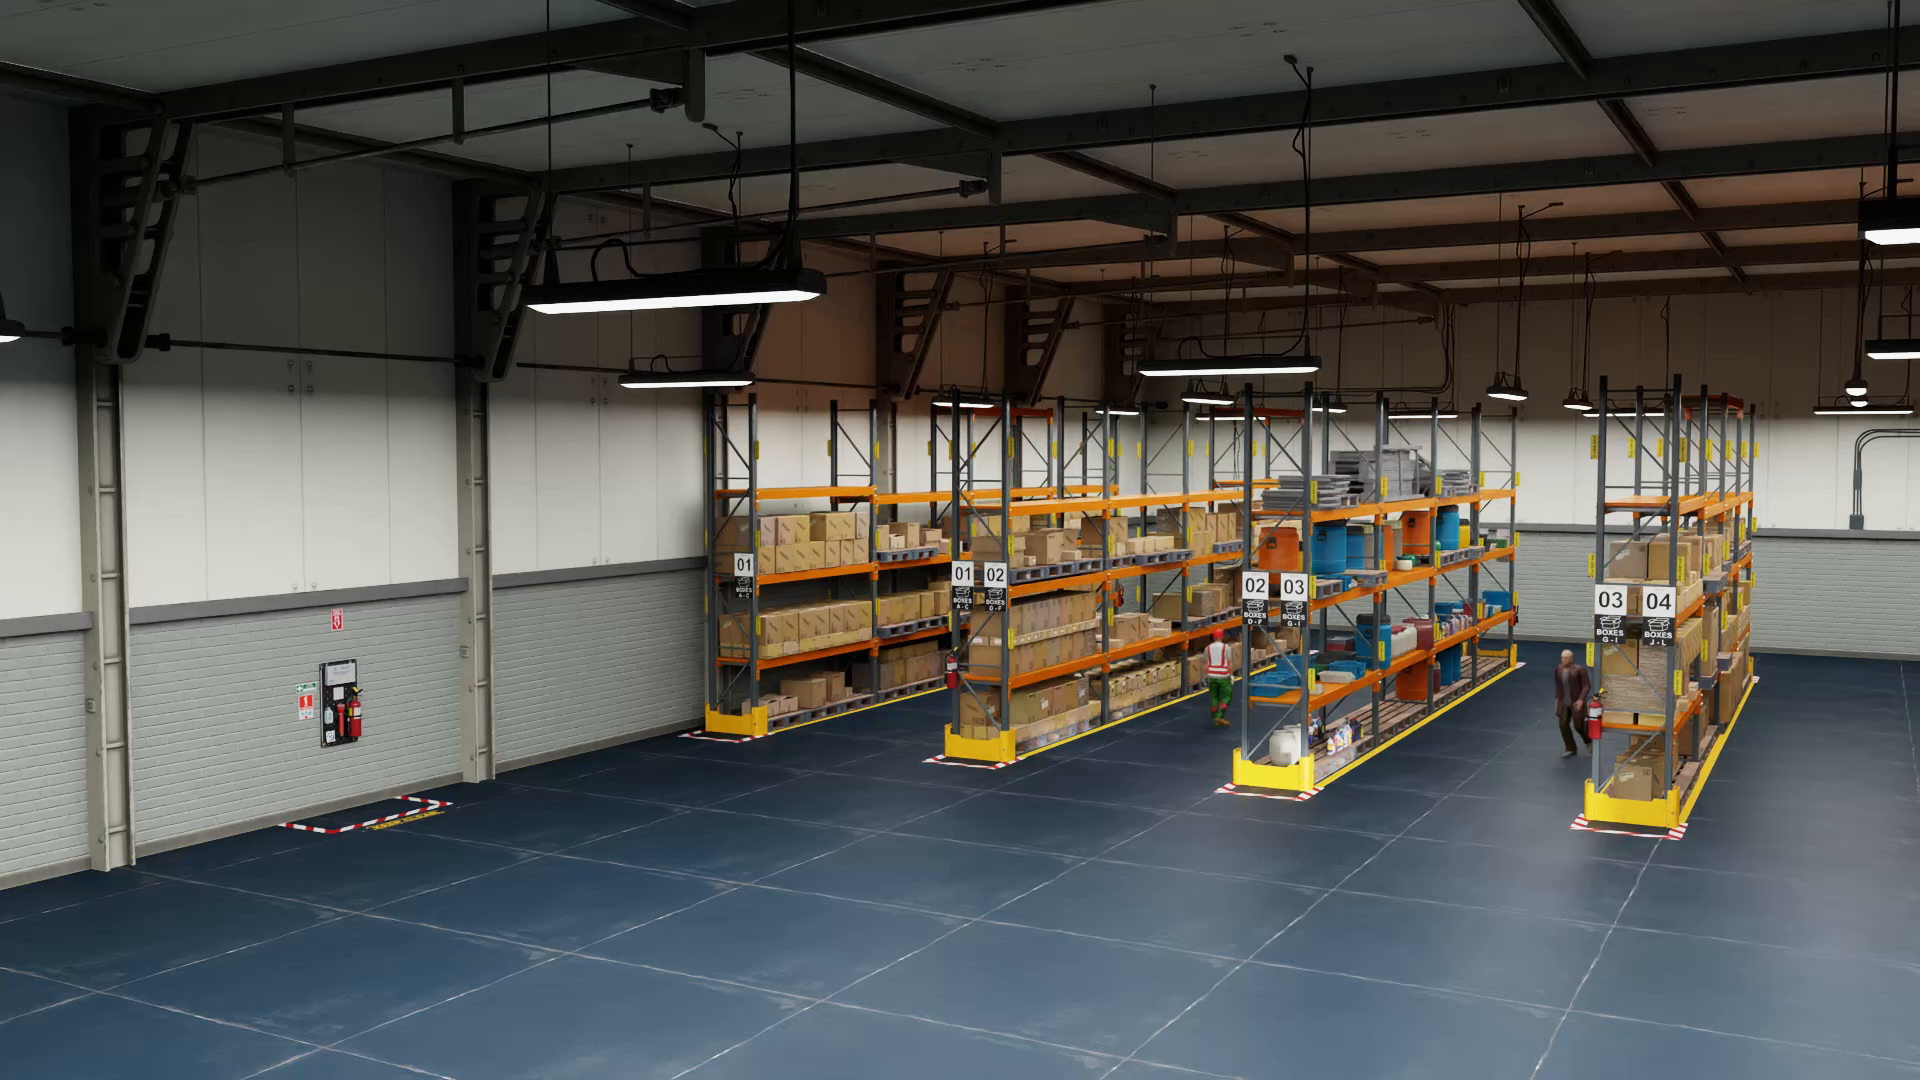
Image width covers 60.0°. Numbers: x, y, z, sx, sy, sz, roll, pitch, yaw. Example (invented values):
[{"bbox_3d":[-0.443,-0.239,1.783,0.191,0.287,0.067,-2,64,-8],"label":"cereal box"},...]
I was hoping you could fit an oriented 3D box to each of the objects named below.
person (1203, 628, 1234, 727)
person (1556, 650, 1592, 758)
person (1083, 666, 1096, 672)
[{"bbox_3d":[4.663,2.487,30.103,0.562,1.791,0.539,2,4,33],"label":"person"},{"bbox_3d":[10.068,2.661,27.230,0.751,1.757,0.641,-3,4,-43],"label":"person"},{"bbox_3d":[2.743,2.218,36.068,0.754,1.690,0.642,3,4,39],"label":"person"}]
